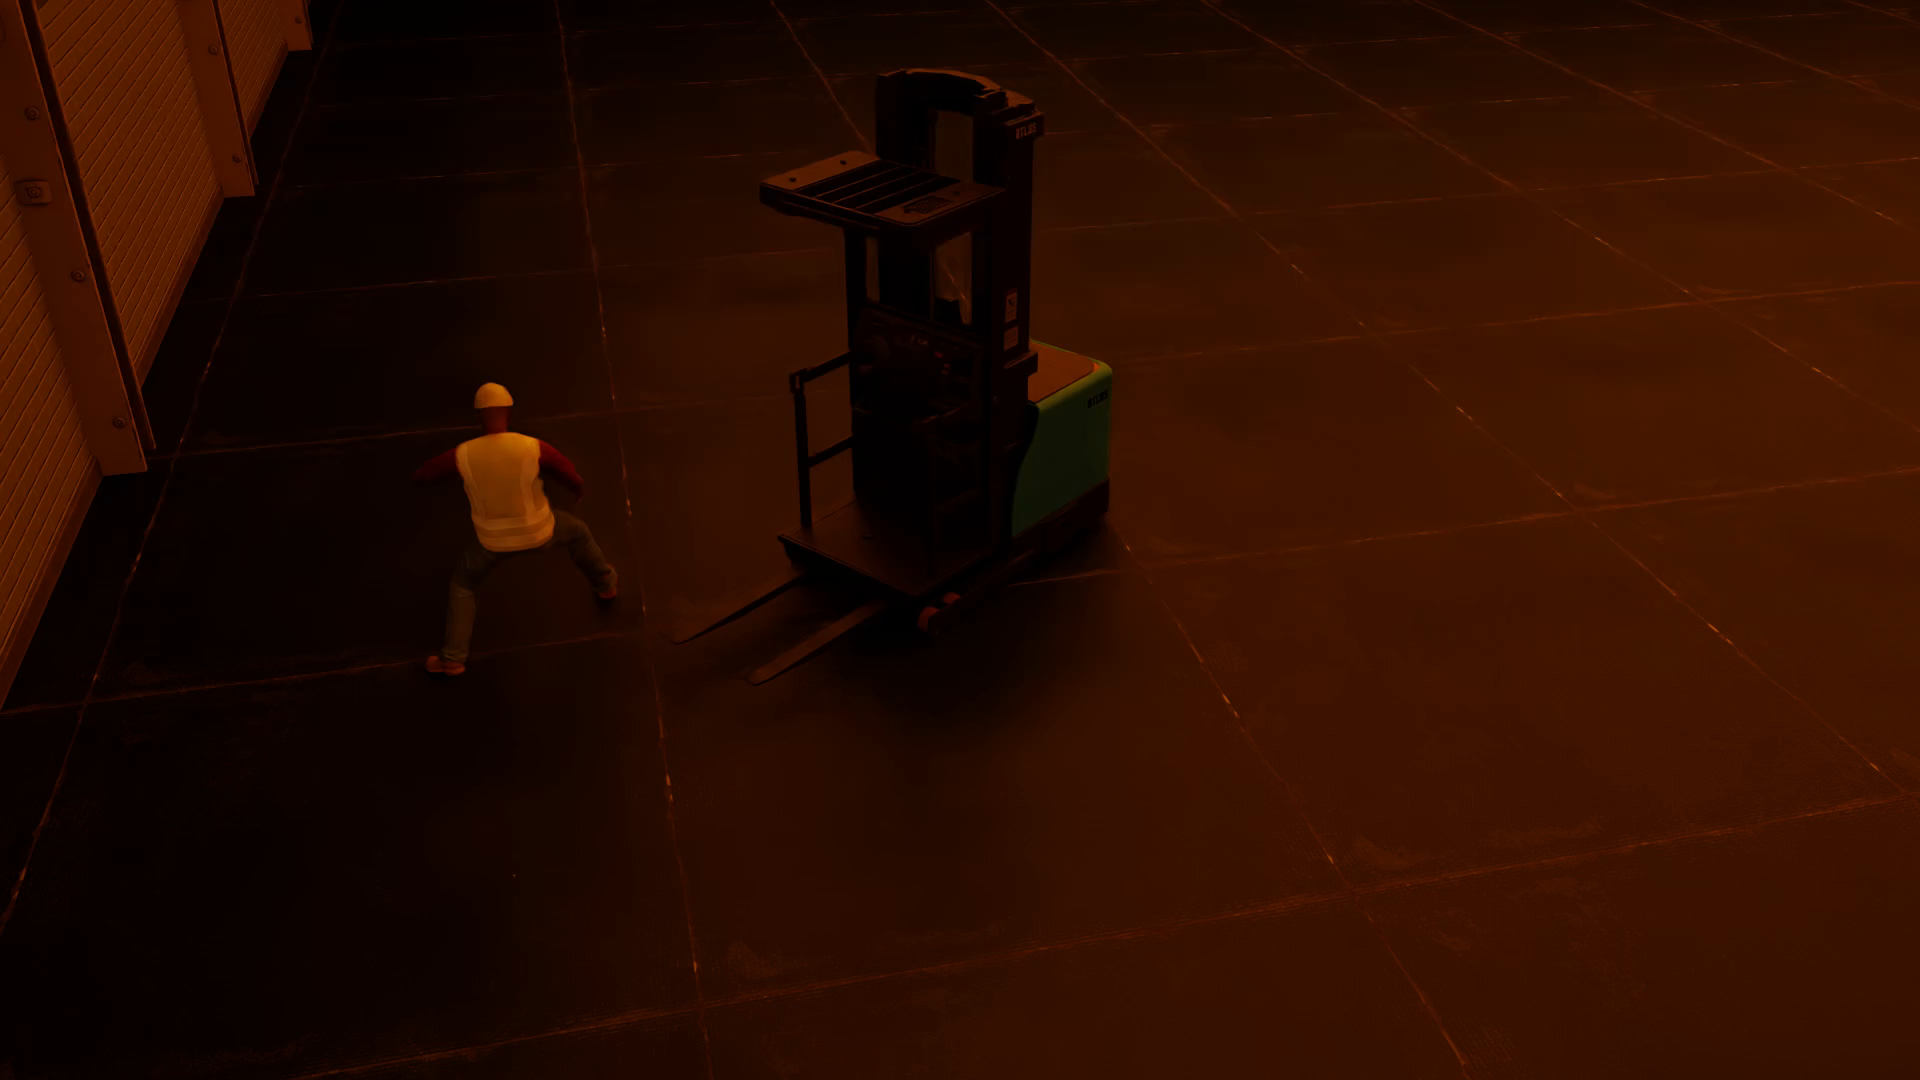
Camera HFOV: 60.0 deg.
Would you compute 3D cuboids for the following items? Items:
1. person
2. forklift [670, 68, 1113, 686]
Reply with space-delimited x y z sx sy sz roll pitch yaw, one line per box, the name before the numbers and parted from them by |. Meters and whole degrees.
person | -2.510 -0.165 9.212 1.053 1.598 0.993 -4 30 -8
forklift | -0.371 -1.004 9.308 1.130 2.935 3.031 23 37 33
